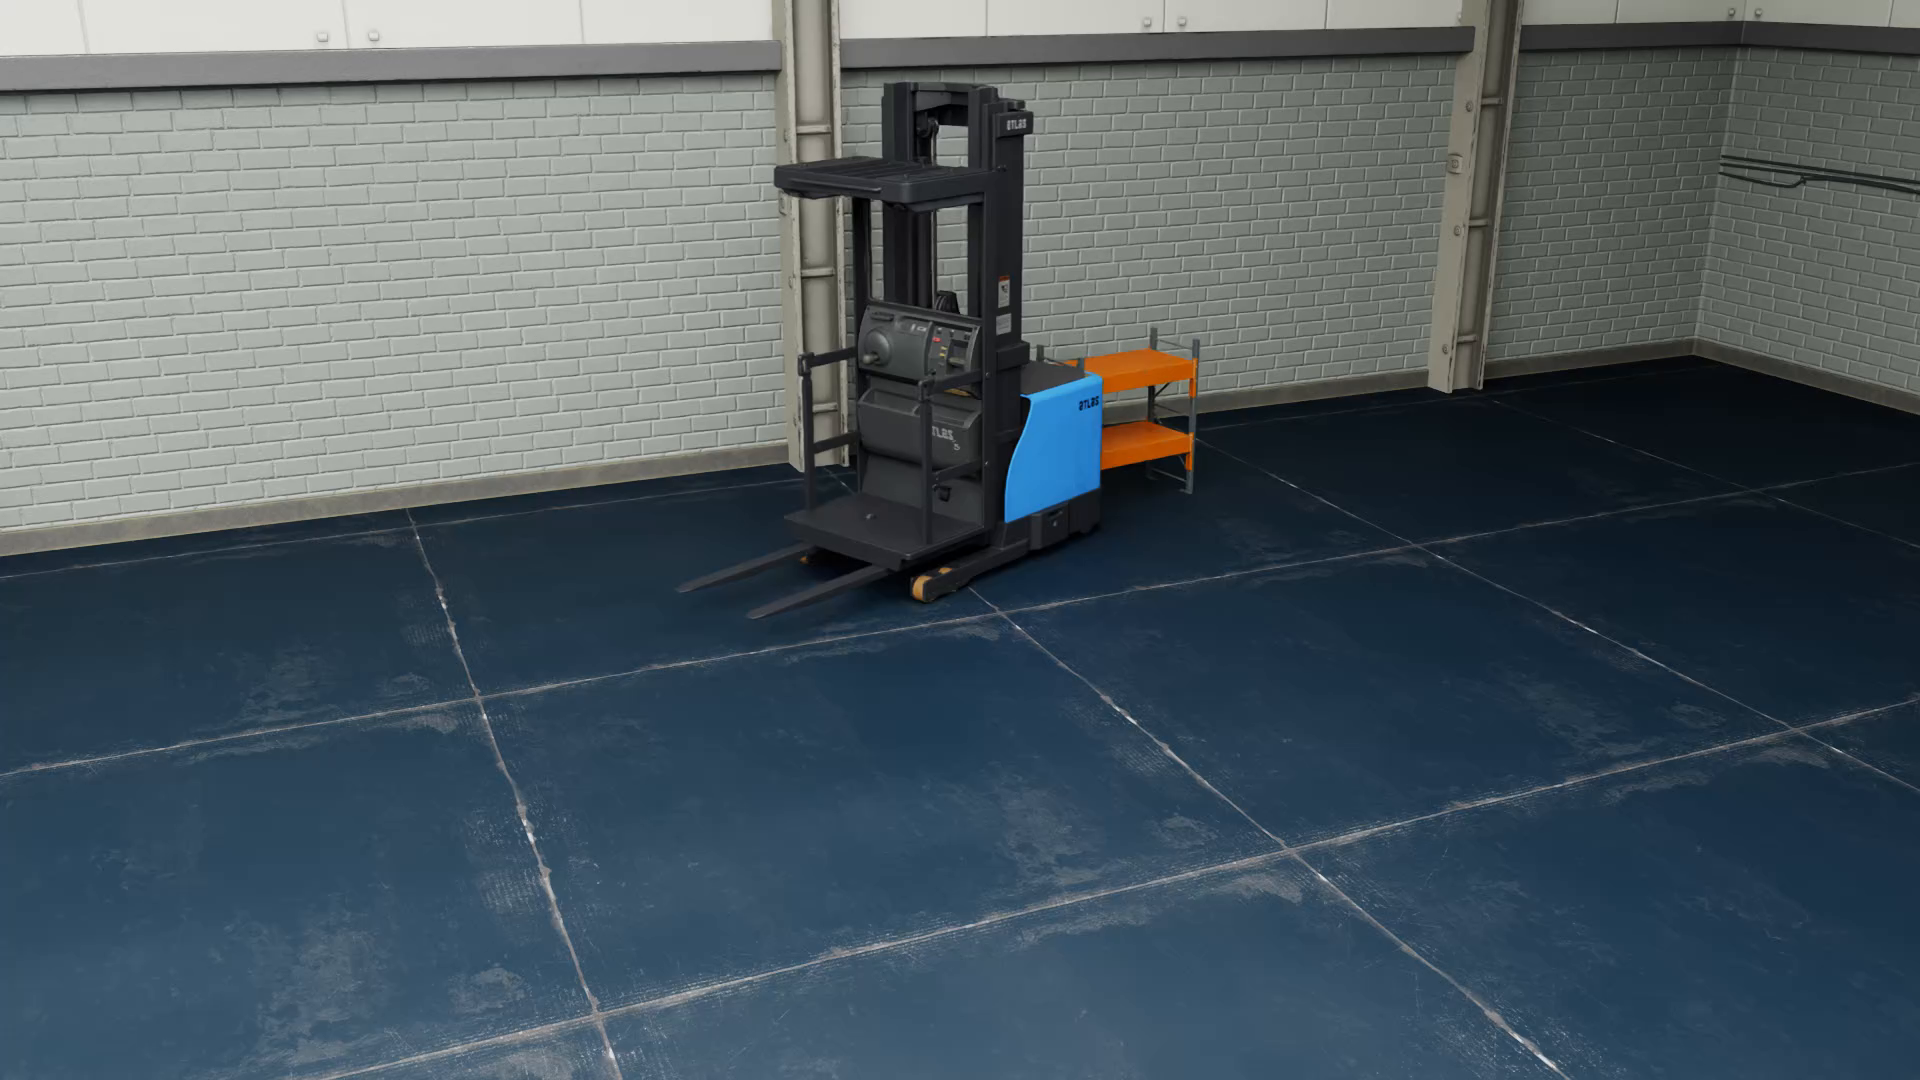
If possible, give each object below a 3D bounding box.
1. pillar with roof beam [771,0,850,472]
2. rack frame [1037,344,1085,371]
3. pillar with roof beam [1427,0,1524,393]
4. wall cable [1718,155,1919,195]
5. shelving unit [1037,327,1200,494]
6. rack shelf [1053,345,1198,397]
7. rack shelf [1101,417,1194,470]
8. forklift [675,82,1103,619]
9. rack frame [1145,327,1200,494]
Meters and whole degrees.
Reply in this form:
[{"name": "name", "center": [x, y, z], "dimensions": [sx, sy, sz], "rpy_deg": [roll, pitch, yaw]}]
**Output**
[{"name": "pillar with roof beam", "center": [0.628, -3.514, 7.453], "dimensions": [0.400, 9.000, 9.100], "rpy_deg": [-8, 21, -22]}, {"name": "rack frame", "center": [0.681, -0.747, 11.450], "dimensions": [0.032, 1.125, 0.500], "rpy_deg": [-13, 23, -32]}, {"name": "pillar with roof beam", "center": [6.137, -4.304, 9.695], "dimensions": [0.400, 9.000, 9.100], "rpy_deg": [-8, 21, -22]}, {"name": "wall cable", "center": [7.661, -4.136, 13.895], "dimensions": [0.112, 2.526, 3.097], "rpy_deg": [-8, 21, -22]}, {"name": "shelving unit", "center": [1.103, -0.841, 11.717], "dimensions": [1.048, 1.125, 0.538], "rpy_deg": [-13, 23, -32]}, {"name": "rack shelf", "center": [1.103, -1.117, 11.620], "dimensions": [1.000, 0.278, 0.538], "rpy_deg": [-13, 23, -32]}, {"name": "rack shelf", "center": [1.103, -0.610, 11.798], "dimensions": [1.000, 0.278, 0.538], "rpy_deg": [-13, 23, -32]}, {"name": "forklift", "center": [-0.394, -1.193, 9.996], "dimensions": [1.130, 2.935, 3.031], "rpy_deg": [16, 25, 38]}, {"name": "rack frame", "center": [1.526, -0.935, 11.983], "dimensions": [0.032, 1.125, 0.500], "rpy_deg": [-13, 23, -32]}]
